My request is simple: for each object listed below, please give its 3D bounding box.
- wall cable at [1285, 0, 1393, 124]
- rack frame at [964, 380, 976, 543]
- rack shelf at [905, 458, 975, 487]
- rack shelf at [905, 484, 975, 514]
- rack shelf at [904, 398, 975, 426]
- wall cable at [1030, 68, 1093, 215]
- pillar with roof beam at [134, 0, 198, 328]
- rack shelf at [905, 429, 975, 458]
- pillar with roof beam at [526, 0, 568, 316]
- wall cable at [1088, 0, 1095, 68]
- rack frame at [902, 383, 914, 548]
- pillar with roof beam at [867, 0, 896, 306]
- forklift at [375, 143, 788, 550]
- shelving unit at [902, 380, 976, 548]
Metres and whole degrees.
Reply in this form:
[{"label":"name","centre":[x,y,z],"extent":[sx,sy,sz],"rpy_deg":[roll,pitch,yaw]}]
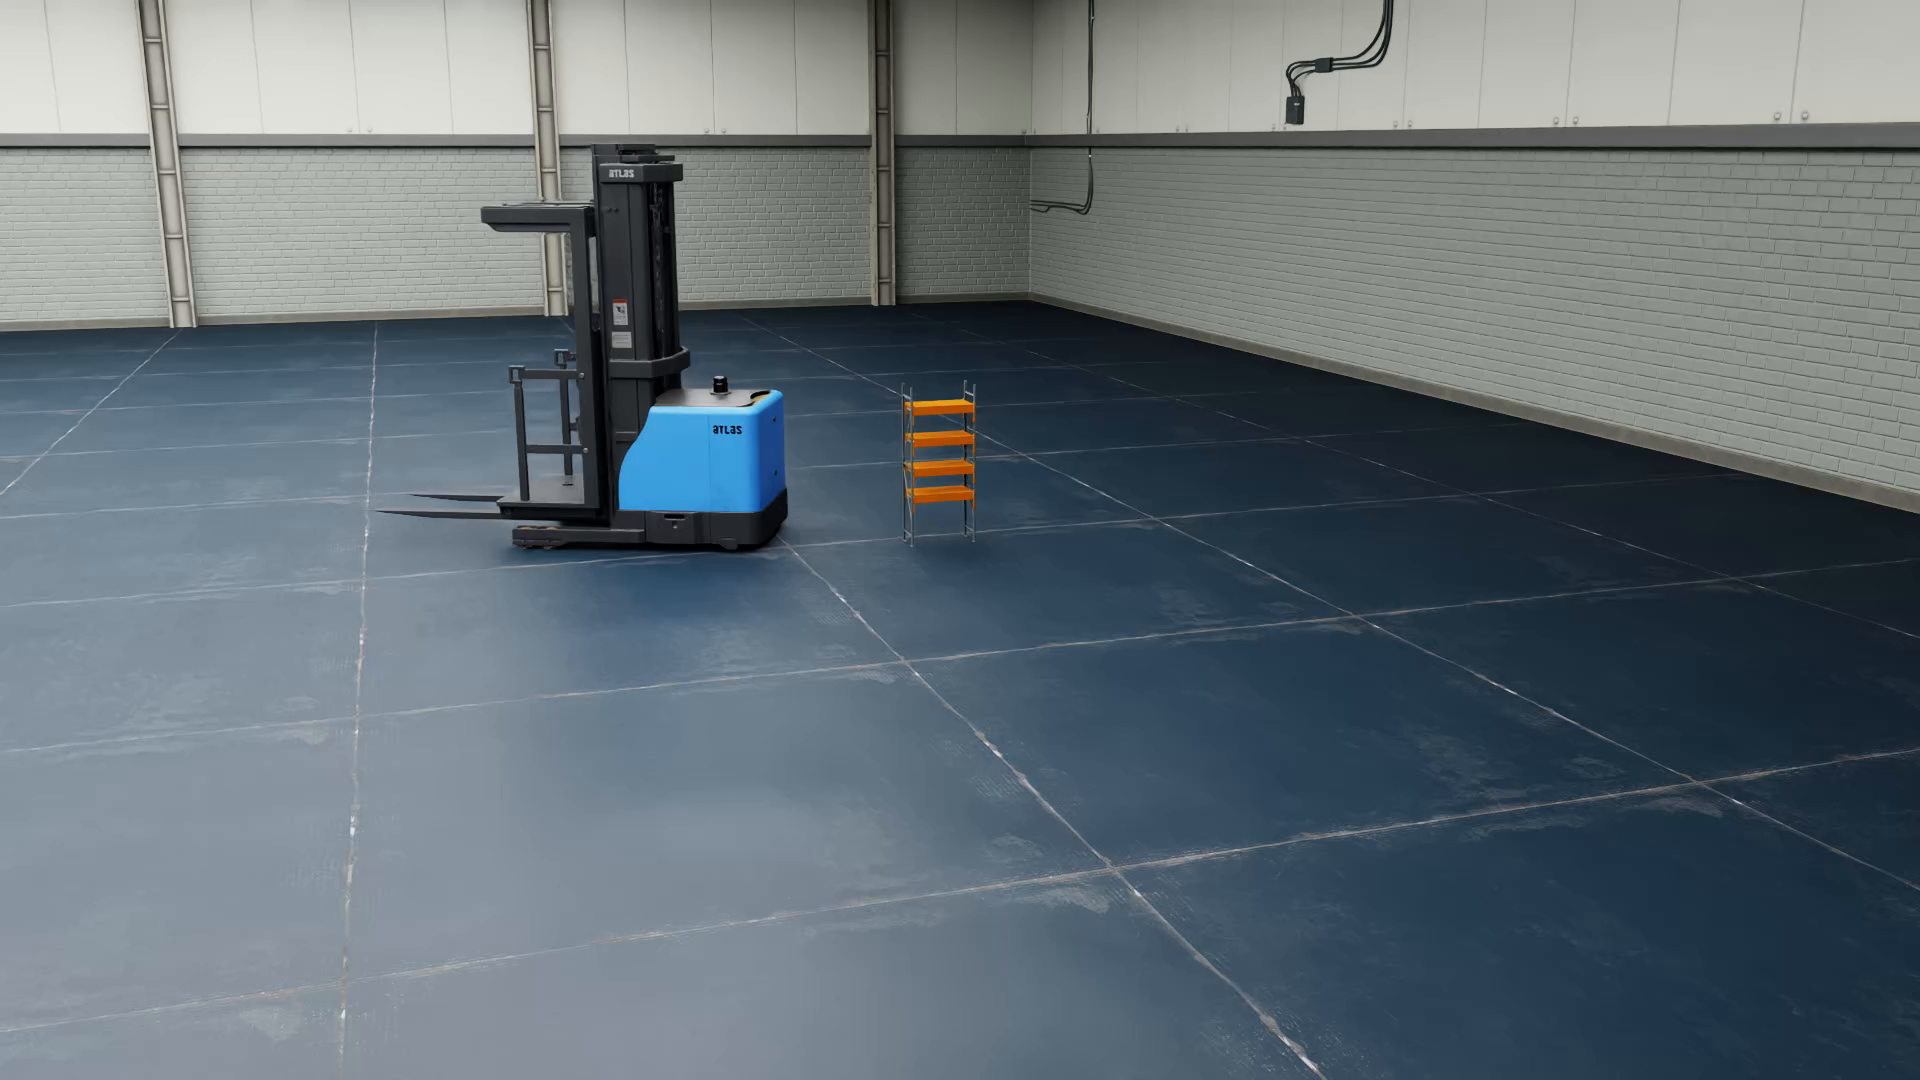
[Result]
[{"label":"wall cable","centre":[4.790,-8.288,20.692],"extent":[0.169,6.003,2.305],"rpy_deg":[-4,14,-18]},{"label":"rack frame","centre":[0.074,-0.590,12.528],"extent":[0.015,1.200,0.240],"rpy_deg":[-4,14,-18]},{"label":"rack shelf","centre":[-0.157,-0.506,12.468],"extent":[0.480,0.148,0.258],"rpy_deg":[-4,14,-18]},{"label":"rack shelf","centre":[-0.157,-0.313,12.514],"extent":[0.480,0.148,0.258],"rpy_deg":[-4,14,-18]},{"label":"rack shelf","centre":[-0.157,-0.954,12.362],"extent":[0.480,0.148,0.258],"rpy_deg":[-4,14,-18]},{"label":"wall cable","centre":[1.777,-7.206,30.203],"extent":[0.112,2.526,3.097],"rpy_deg":[-4,14,-18]},{"label":"pillar with roof beam","centre":[-11.437,-6.960,22.456],"extent":[0.400,9.000,9.100],"rpy_deg":[-4,14,-18]},{"label":"rack shelf","centre":[-0.157,-0.724,12.416],"extent":[0.480,0.148,0.258],"rpy_deg":[-4,14,-18]},{"label":"pillar with roof beam","centre":[-5.751,-7.403,24.318],"extent":[0.400,9.000,9.100],"rpy_deg":[-4,14,-18]},{"label":"wall cable","centre":[2.640,-9.070,27.124],"extent":[0.112,2.526,3.097],"rpy_deg":[-4,14,-18]},{"label":"rack frame","centre":[-0.388,-0.553,12.377],"extent":[0.015,1.200,0.240],"rpy_deg":[-4,14,-18]},{"label":"pillar with roof beam","centre":[-0.064,-7.845,26.180],"extent":[0.400,9.000,9.100],"rpy_deg":[-4,14,-18]},{"label":"forklift","centre":[-2.906,-1.475,12.510],"extent":[3.031,2.935,1.130],"rpy_deg":[1,13,5]},{"label":"shelving unit","centre":[-0.157,-0.572,12.453],"extent":[0.503,1.200,0.258],"rpy_deg":[-4,14,-18]}]
